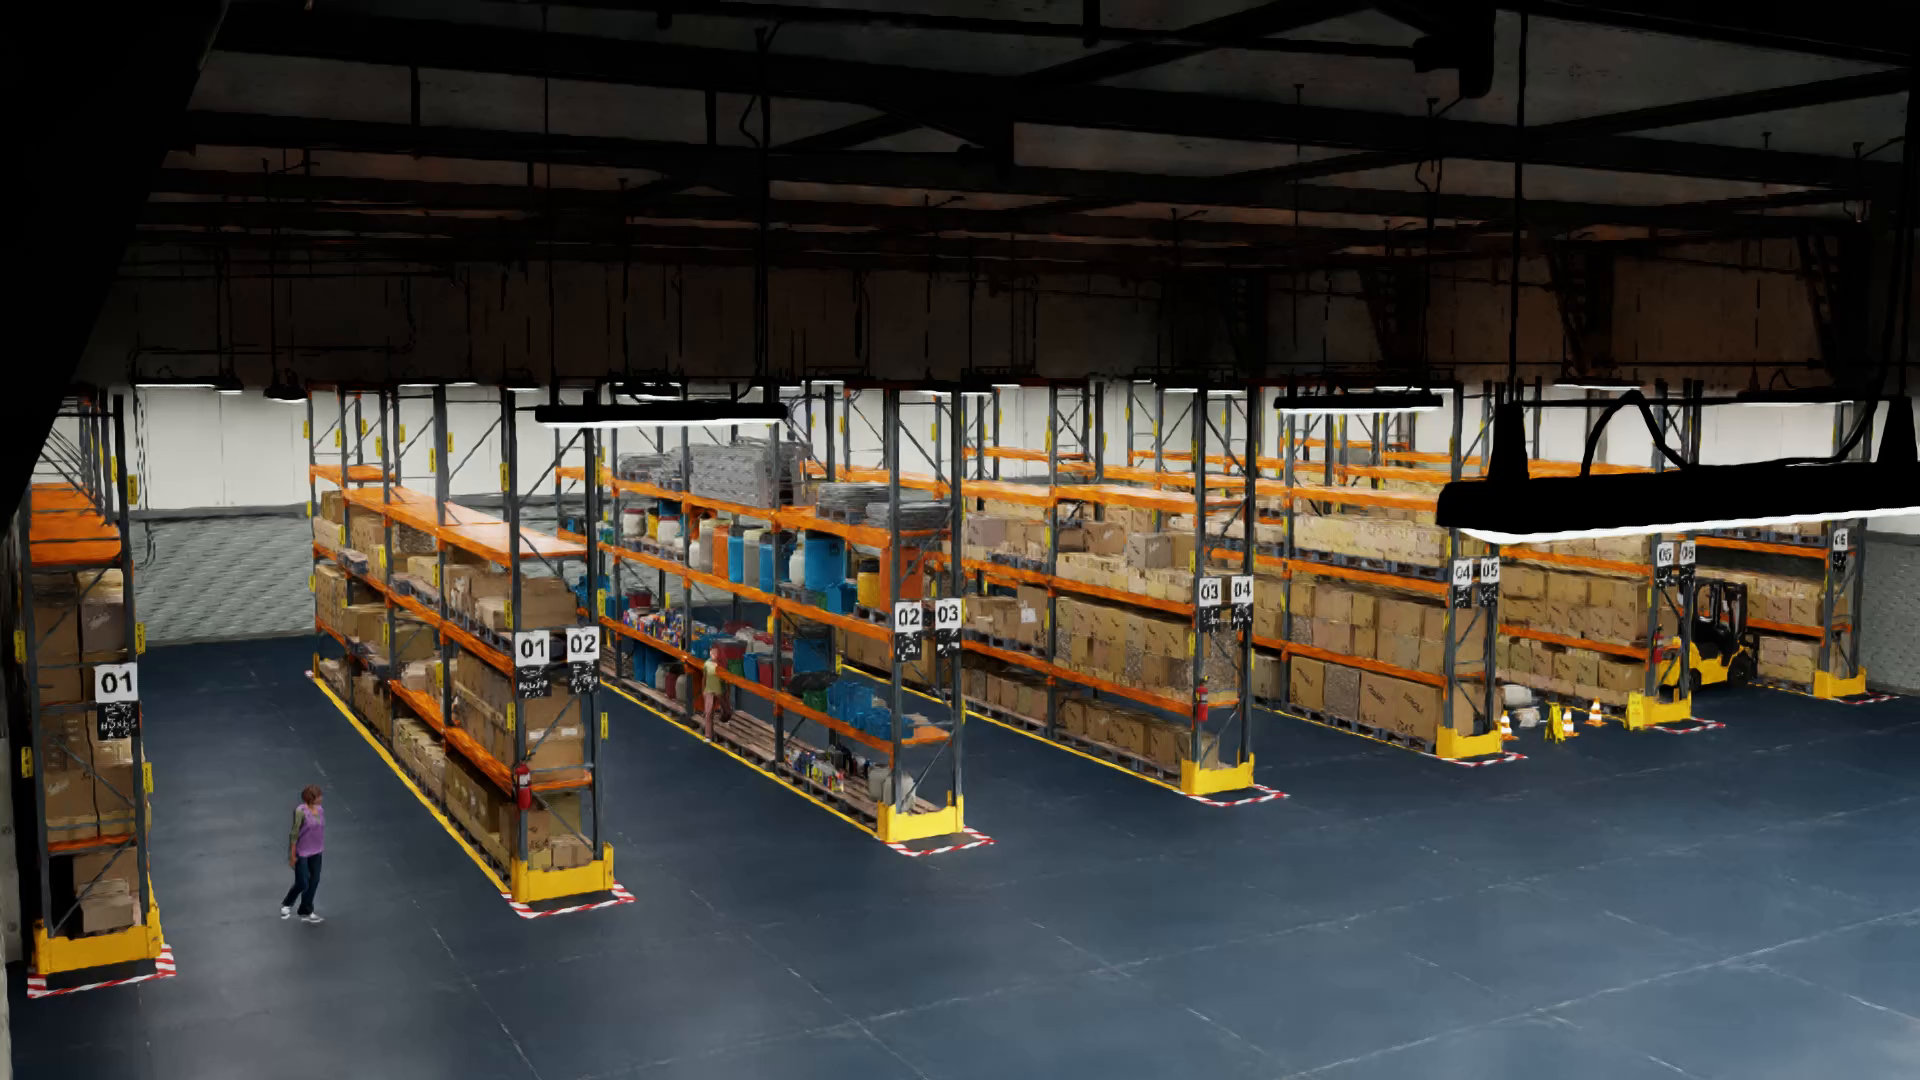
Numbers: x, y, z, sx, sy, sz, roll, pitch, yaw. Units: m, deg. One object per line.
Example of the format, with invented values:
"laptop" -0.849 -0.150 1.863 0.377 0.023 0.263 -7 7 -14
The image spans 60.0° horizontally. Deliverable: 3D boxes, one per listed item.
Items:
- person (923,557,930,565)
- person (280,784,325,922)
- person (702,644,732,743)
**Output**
"person" -1.060 0.772 44.389 0.646 1.756 0.531 3 7 23
"person" -7.458 3.563 18.846 0.498 1.553 0.476 3 7 23
"person" -4.091 2.544 27.949 0.495 1.629 0.965 -1 6 -7
